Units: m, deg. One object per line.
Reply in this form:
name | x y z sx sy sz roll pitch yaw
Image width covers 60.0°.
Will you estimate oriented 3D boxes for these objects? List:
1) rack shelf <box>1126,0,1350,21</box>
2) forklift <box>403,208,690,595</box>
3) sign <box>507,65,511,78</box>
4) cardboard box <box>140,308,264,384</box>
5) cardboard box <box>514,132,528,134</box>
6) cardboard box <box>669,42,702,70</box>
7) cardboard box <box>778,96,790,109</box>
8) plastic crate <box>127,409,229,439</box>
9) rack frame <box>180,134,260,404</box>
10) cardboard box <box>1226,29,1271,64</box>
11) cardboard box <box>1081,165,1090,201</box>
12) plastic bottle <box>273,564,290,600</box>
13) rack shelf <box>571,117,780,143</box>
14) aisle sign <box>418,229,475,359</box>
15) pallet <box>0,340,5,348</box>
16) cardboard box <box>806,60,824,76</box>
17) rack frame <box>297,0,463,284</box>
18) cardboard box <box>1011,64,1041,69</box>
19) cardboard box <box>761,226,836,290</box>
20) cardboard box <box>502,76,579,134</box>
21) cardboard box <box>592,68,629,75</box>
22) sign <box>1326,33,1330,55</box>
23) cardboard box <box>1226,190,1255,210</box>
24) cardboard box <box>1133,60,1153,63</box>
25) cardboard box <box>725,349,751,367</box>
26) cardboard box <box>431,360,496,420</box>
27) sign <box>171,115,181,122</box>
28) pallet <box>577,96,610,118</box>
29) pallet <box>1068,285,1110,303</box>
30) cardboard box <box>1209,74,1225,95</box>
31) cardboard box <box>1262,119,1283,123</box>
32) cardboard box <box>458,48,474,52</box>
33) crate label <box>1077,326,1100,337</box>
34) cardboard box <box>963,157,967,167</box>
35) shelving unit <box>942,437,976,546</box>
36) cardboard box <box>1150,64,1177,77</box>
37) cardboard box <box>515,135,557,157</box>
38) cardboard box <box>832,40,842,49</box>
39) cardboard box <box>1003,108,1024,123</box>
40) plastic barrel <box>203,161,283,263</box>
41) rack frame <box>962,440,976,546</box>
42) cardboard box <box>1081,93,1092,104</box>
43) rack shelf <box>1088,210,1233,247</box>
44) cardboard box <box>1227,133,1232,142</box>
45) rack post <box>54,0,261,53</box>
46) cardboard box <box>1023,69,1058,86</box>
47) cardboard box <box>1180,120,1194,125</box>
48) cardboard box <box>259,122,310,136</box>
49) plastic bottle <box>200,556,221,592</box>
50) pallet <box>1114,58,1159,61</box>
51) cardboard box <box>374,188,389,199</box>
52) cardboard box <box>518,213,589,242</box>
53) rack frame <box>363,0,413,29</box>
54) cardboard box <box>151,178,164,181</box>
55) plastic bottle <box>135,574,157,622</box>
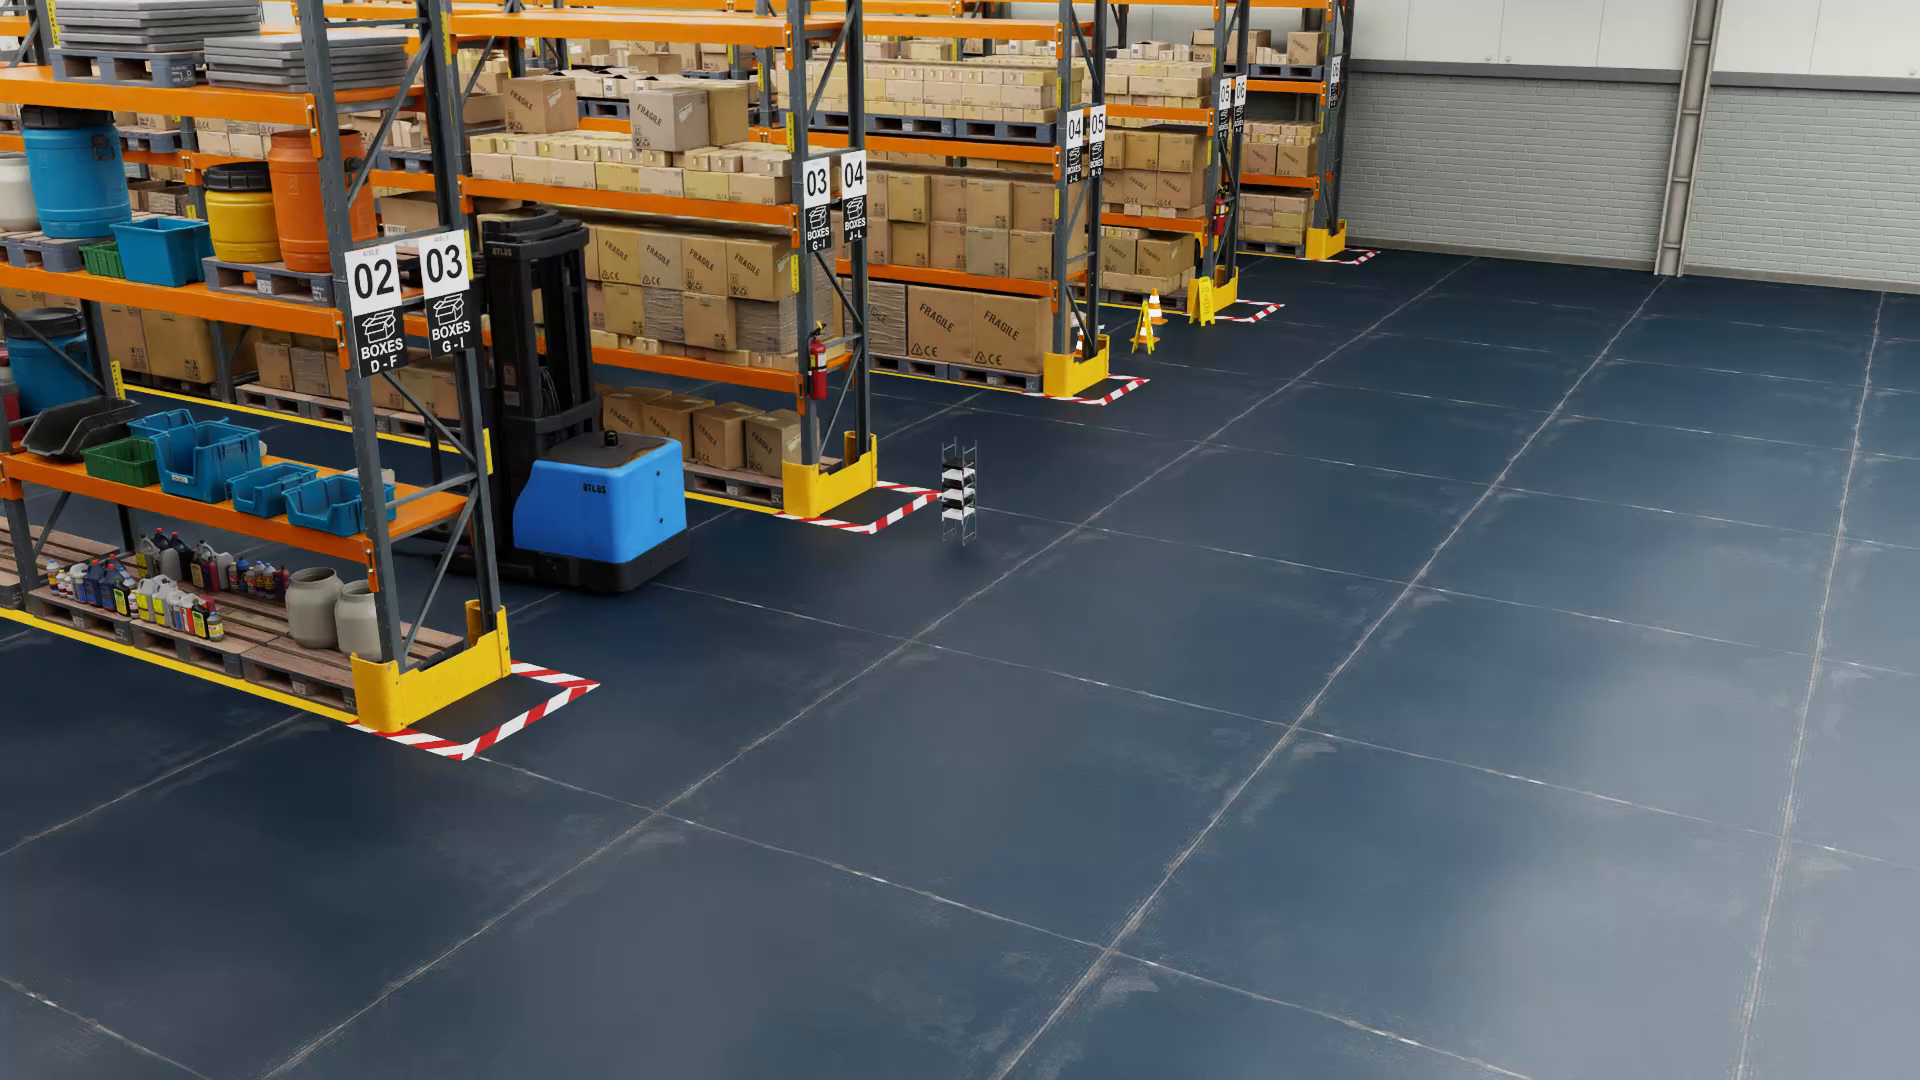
rack shelf | 4.355 -8.844 27.489 4.000 0.370 1.077 11 23 27
forklift | -3.863 -1.248 13.804 3.031 2.935 1.130 8 21 21
sign | -5.893 -6.071 21.844 0.005 0.325 0.100 11 23 27
cardboard box | -8.726 -2.439 19.488 0.875 0.875 1.225 10 22 25
cardboard box | -4.217 -4.013 16.564 0.250 0.149 0.380 12 23 29
cardboard box | -4.258 -7.832 26.694 0.500 0.500 0.700 10 22 25
cardboard box | -1.982 -5.289 20.051 0.250 0.149 0.380 10 22 26
plastic crate | -5.958 -0.807 12.706 0.616 0.251 0.499 11 23 27
rack frame | -8.134 -3.119 18.863 0.127 3.000 1.000 11 23 27
cardboard box | 4.750 -8.120 27.342 0.500 0.500 0.700 11 23 28
cardboard box | 1.772 -5.193 23.997 0.500 0.500 0.500 11 23 28
plastic bottle | -5.185 0.318 12.725 0.133 0.283 0.061 11 23 28
rack shelf | -3.880 -5.318 21.582 4.000 0.370 1.077 11 23 27
aisle sign | -3.359 -1.612 10.895 0.004 0.787 0.394 11 23 27
pallet | -12.251 -2.623 21.586 1.213 0.211 1.003 11 23 27
cardboard box | -1.759 -5.621 19.799 0.250 0.149 0.380 11 22 27
rack frame | -3.565 -3.135 10.108 0.127 3.000 1.000 11 23 27
cardboard box | 0.780 -5.395 19.174 0.250 0.149 0.380 10 22 27
cardboard box | -1.497 -2.618 15.433 0.500 0.500 0.500 11 23 27
cardboard box | -4.124 -4.287 16.368 0.500 0.500 0.500 10 22 26
cardboard box | -4.568 -6.107 22.070 0.500 0.311 0.500 11 23 27
sign | 5.824 -7.847 26.316 0.005 0.325 0.100 11 23 27
cardboard box | 4.653 -5.740 28.039 0.500 0.250 0.500 11 23 28
cardboard box | 2.611 -6.700 23.533 0.250 0.149 0.380 11 23 27
cardboard box | -1.960 -1.725 15.387 0.250 0.149 0.380 11 23 27
cardboard box | -5.167 -1.594 17.680 0.500 0.500 0.700 9 22 23
sign | -8.411 -4.646 17.798 0.005 0.325 0.100 11 23 27
pallet | -5.039 -5.809 22.157 1.003 0.211 1.213 12 23 30
pallet | 1.864 -3.790 24.801 1.213 0.211 1.003 11 23 27
cardboard box | 3.374 -6.382 23.241 0.500 0.250 0.500 10 22 26
cardboard box | 5.254 -6.968 27.938 0.250 0.149 0.380 11 23 28
cardboard box | -8.598 -8.722 29.000 0.500 0.500 0.500 11 23 28
crate label | 1.718 -2.806 22.198 0.298 0.136 0.250 0 20 -1
cardboard box | -0.078 -5.952 25.474 0.500 0.500 0.500 11 23 29
shelving unit | -0.007 -0.424 14.513 0.210 0.900 0.258 11 23 27
cardboard box | 2.806 -6.466 22.889 0.250 0.149 0.380 11 22 27
cardboard box | -4.015 -3.760 15.865 0.250 0.149 0.380 11 23 28
cardboard box | -2.176 -9.247 30.993 0.250 0.149 0.380 11 23 28
cardboard box | 0.683 -4.782 18.653 0.250 0.149 0.380 11 23 28
plastic barrel | -4.622 -2.162 10.934 0.600 0.588 0.600 0 20 0
rack frame | 0.082 -0.407 14.466 0.006 0.900 0.240 11 23 27
cardboard box | 1.873 -6.249 23.462 0.250 0.149 0.380 10 22 27
rack shelf | 1.937 -4.734 24.368 4.000 0.370 1.077 11 23 27
cardboard box | 4.530 -6.750 27.774 0.250 0.149 0.380 11 23 28
rack post | -5.272 -3.412 10.983 0.954 0.300 0.937 10 22 26
cardboard box | 0.898 -5.115 18.403 0.250 0.149 0.380 11 23 28
cardboard box | 3.906 -7.042 28.144 0.250 0.149 0.380 11 23 27
cardboard box | -6.965 -4.490 17.363 0.500 0.500 0.500 10 22 26
plastic bottle | -5.816 0.257 12.893 0.133 0.283 0.061 11 23 27
pallet | 3.366 -8.117 28.372 1.213 0.211 1.003 11 23 27
cardboard box | -8.097 -4.950 23.662 0.250 0.149 0.380 10 22 25
cardboard box | -3.935 -2.878 16.148 0.500 0.500 0.500 11 23 27
rack frame | -10.285 -10.220 29.641 0.127 3.000 1.000 11 23 27
cardboard box | -12.488 -5.640 26.181 0.250 0.149 0.380 11 22 27
plastic bottle | -6.019 0.419 12.349 0.185 0.351 0.144 11 22 27
